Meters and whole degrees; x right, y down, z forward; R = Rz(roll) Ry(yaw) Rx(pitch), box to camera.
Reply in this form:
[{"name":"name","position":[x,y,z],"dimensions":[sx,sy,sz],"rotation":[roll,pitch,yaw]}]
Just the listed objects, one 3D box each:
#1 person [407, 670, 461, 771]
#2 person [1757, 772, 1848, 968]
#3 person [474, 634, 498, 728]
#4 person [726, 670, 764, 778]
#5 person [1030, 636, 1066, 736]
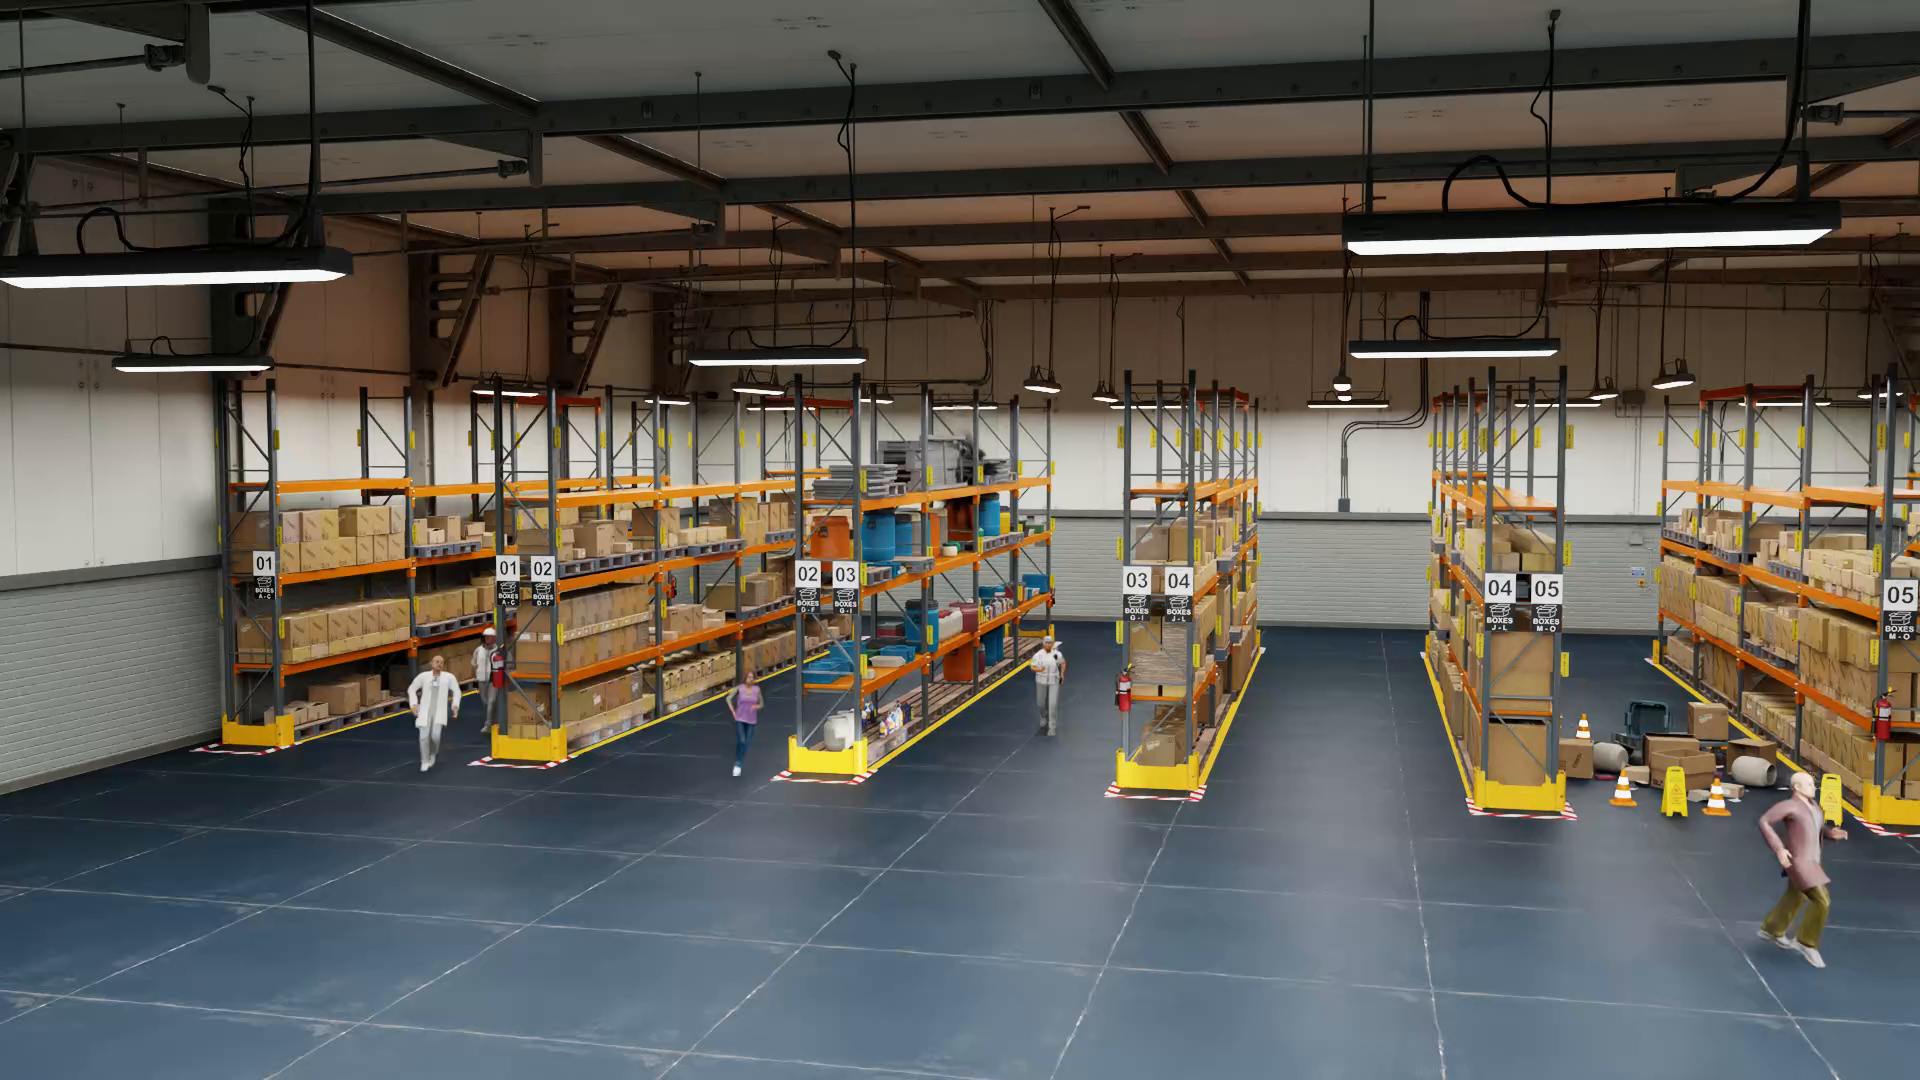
[{"name":"person","position":[-8.011,2.734,25.314],"dimensions":[0.770,1.520,0.537],"rotation":[-1,4,-13]},{"name":"person","position":[8.107,3.156,16.027],"dimensions":[0.640,1.842,0.825],"rotation":[-3,5,-43]},{"name":"person","position":[-8.015,2.372,28.485],"dimensions":[0.526,1.638,0.809],"rotation":[0,3,3]},{"name":"person","position":[-3.195,2.734,24.834],"dimensions":[0.524,1.596,0.626],"rotation":[-2,4,-24]},{"name":"person","position":[1.506,2.453,28.386],"dimensions":[0.609,1.648,0.938],"rotation":[0,3,5]}]
